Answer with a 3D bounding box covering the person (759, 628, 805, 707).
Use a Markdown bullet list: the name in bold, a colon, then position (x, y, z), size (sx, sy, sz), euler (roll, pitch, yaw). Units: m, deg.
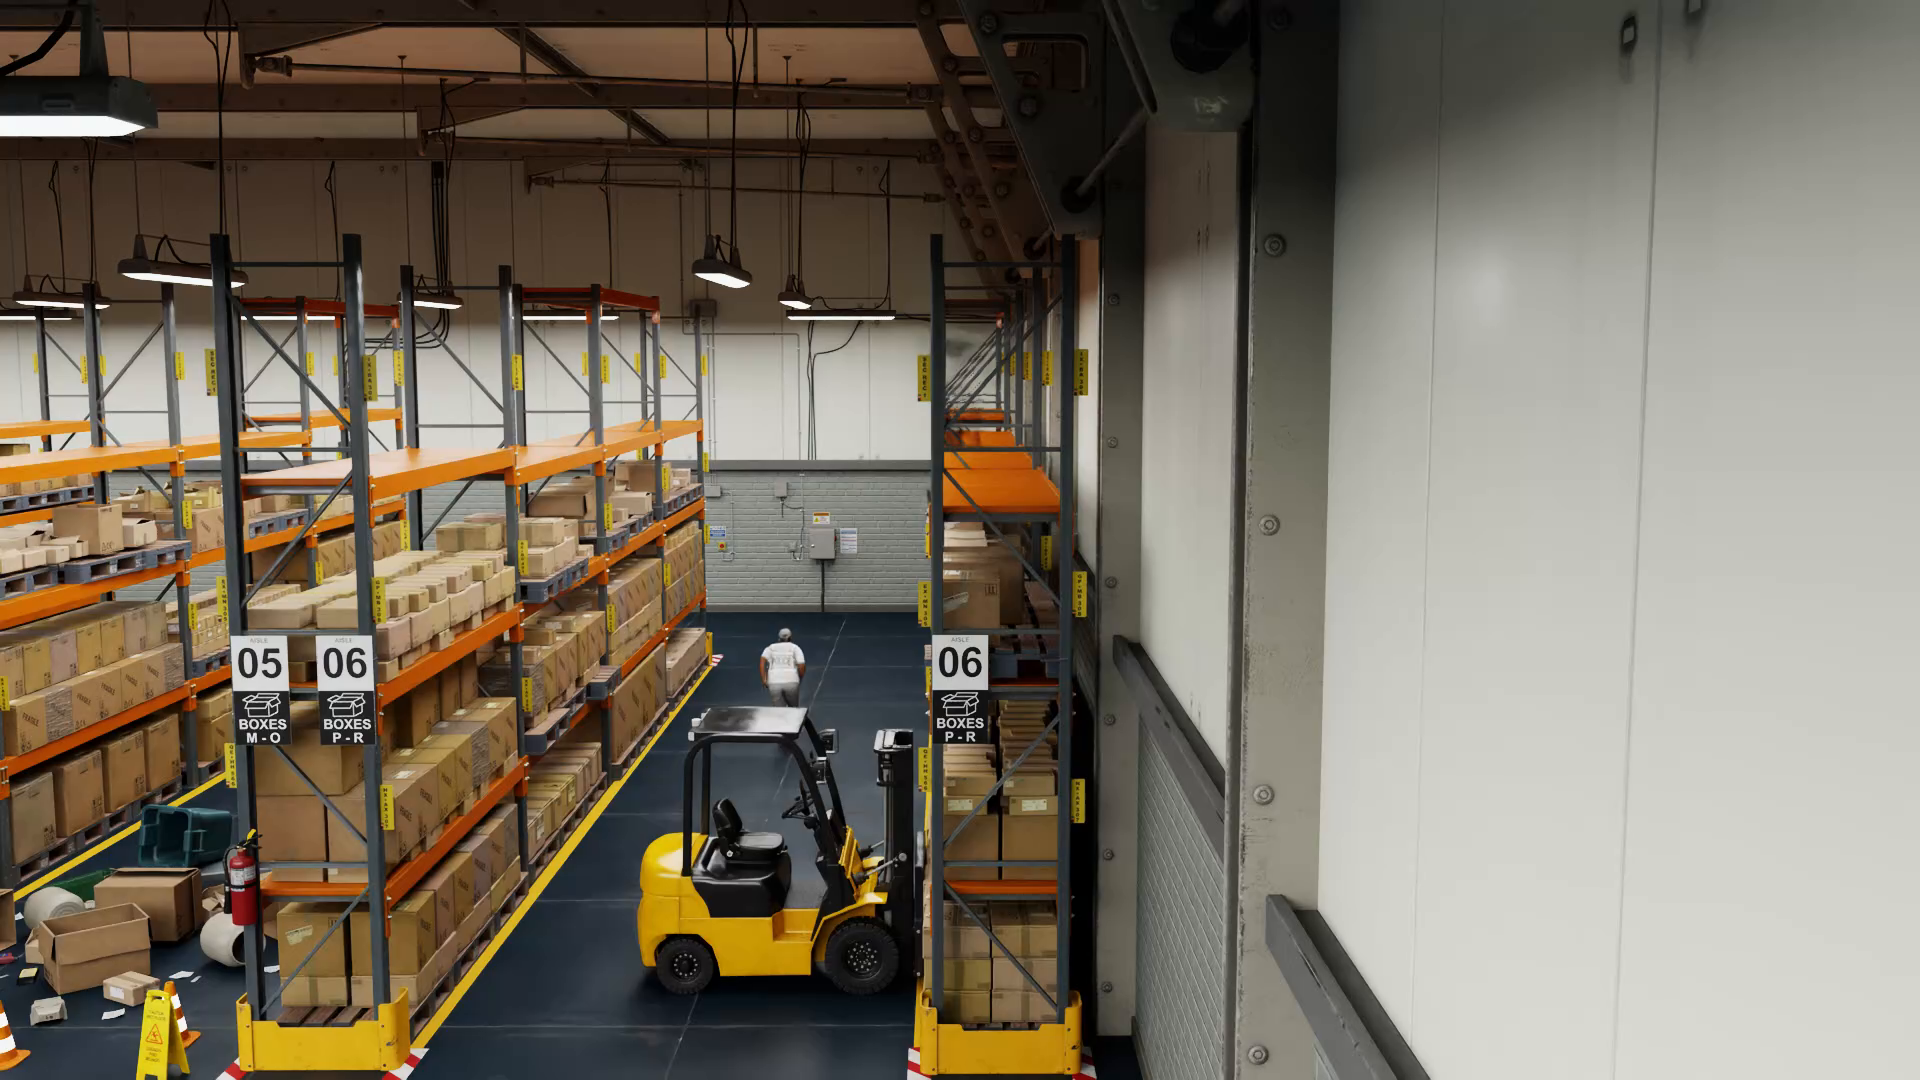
- **person**: position (-2.384, 1.980, 22.264), size (0.624, 1.520, 0.922), euler (0, 6, 0)
